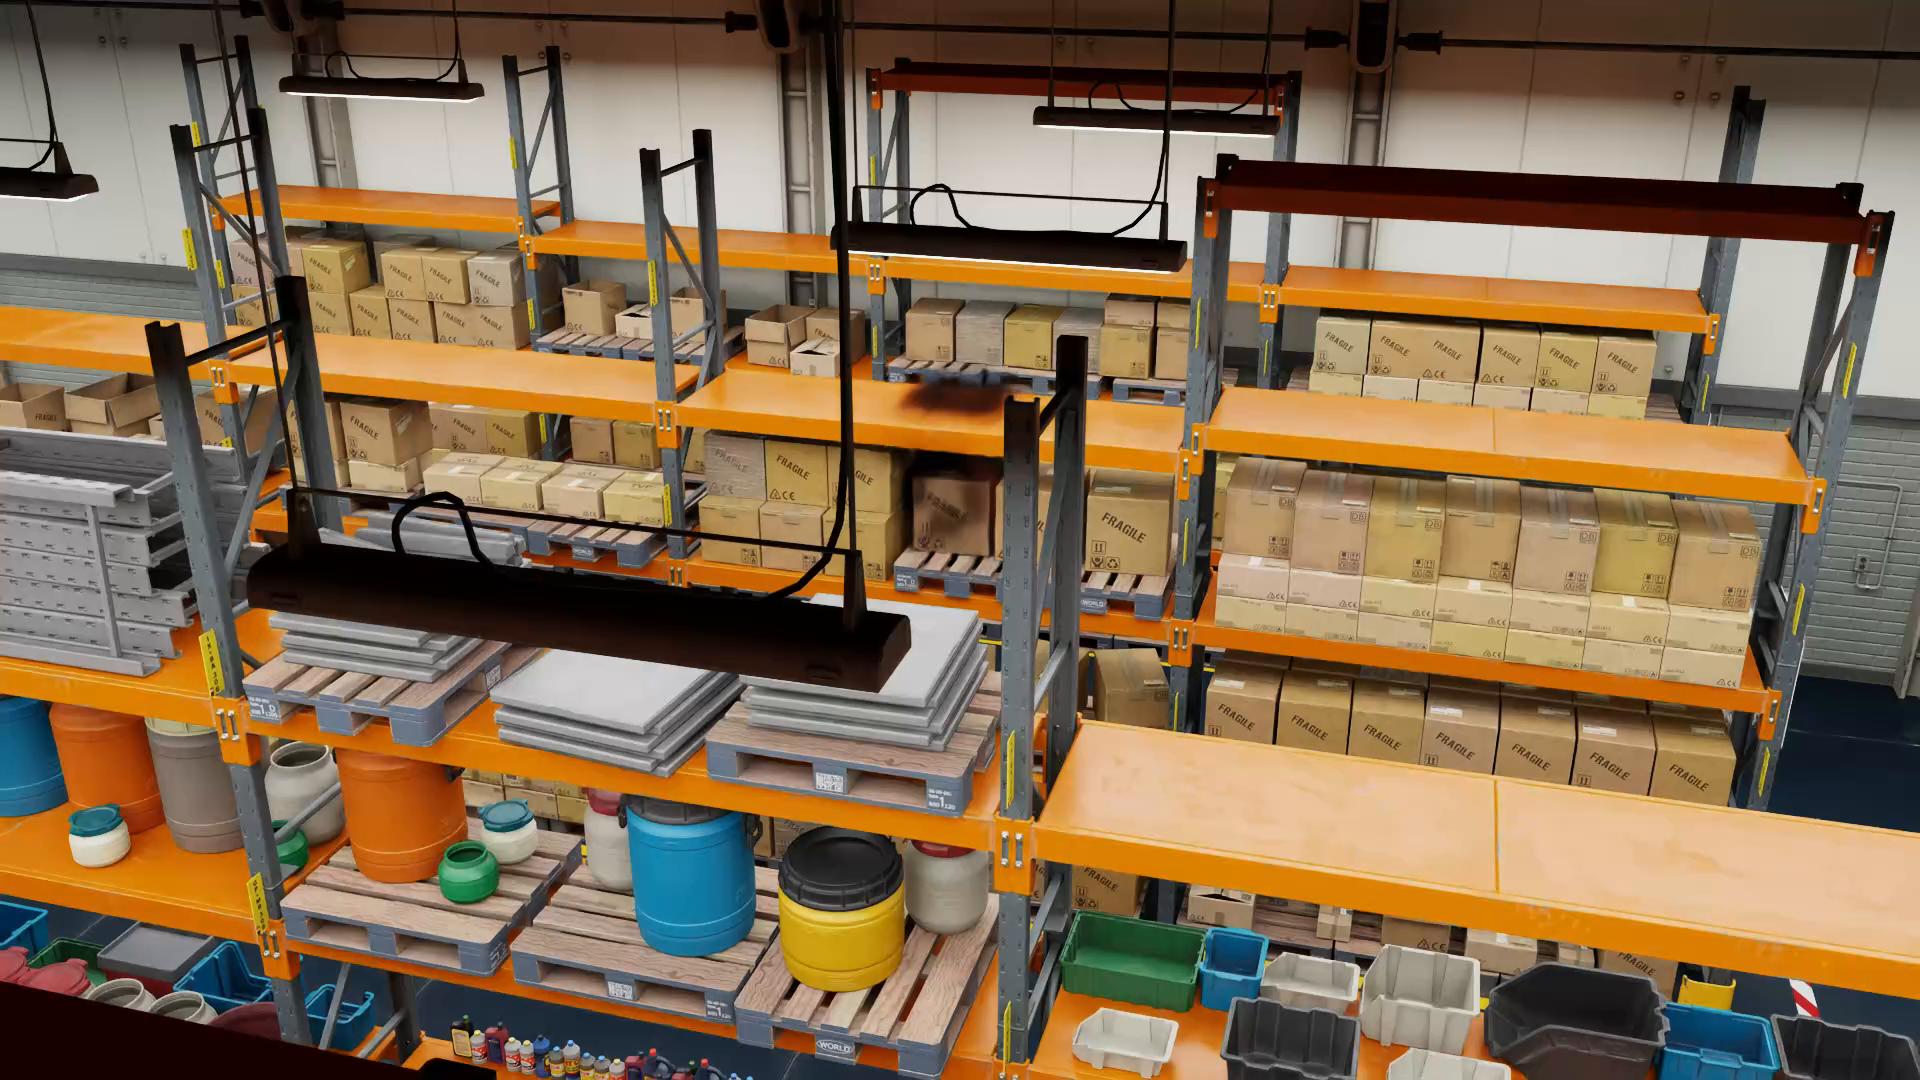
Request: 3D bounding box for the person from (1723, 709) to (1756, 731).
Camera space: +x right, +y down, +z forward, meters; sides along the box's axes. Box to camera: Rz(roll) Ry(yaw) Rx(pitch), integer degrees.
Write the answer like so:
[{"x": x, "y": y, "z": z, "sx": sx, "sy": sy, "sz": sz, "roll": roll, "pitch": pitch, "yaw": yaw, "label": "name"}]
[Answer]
[{"x": 6.860, "y": 1.409, "z": 15.110, "sx": 1.041, "sy": 1.727, "sz": 0.672, "roll": -6, "pitch": 23, "yaw": -15, "label": "person"}]
